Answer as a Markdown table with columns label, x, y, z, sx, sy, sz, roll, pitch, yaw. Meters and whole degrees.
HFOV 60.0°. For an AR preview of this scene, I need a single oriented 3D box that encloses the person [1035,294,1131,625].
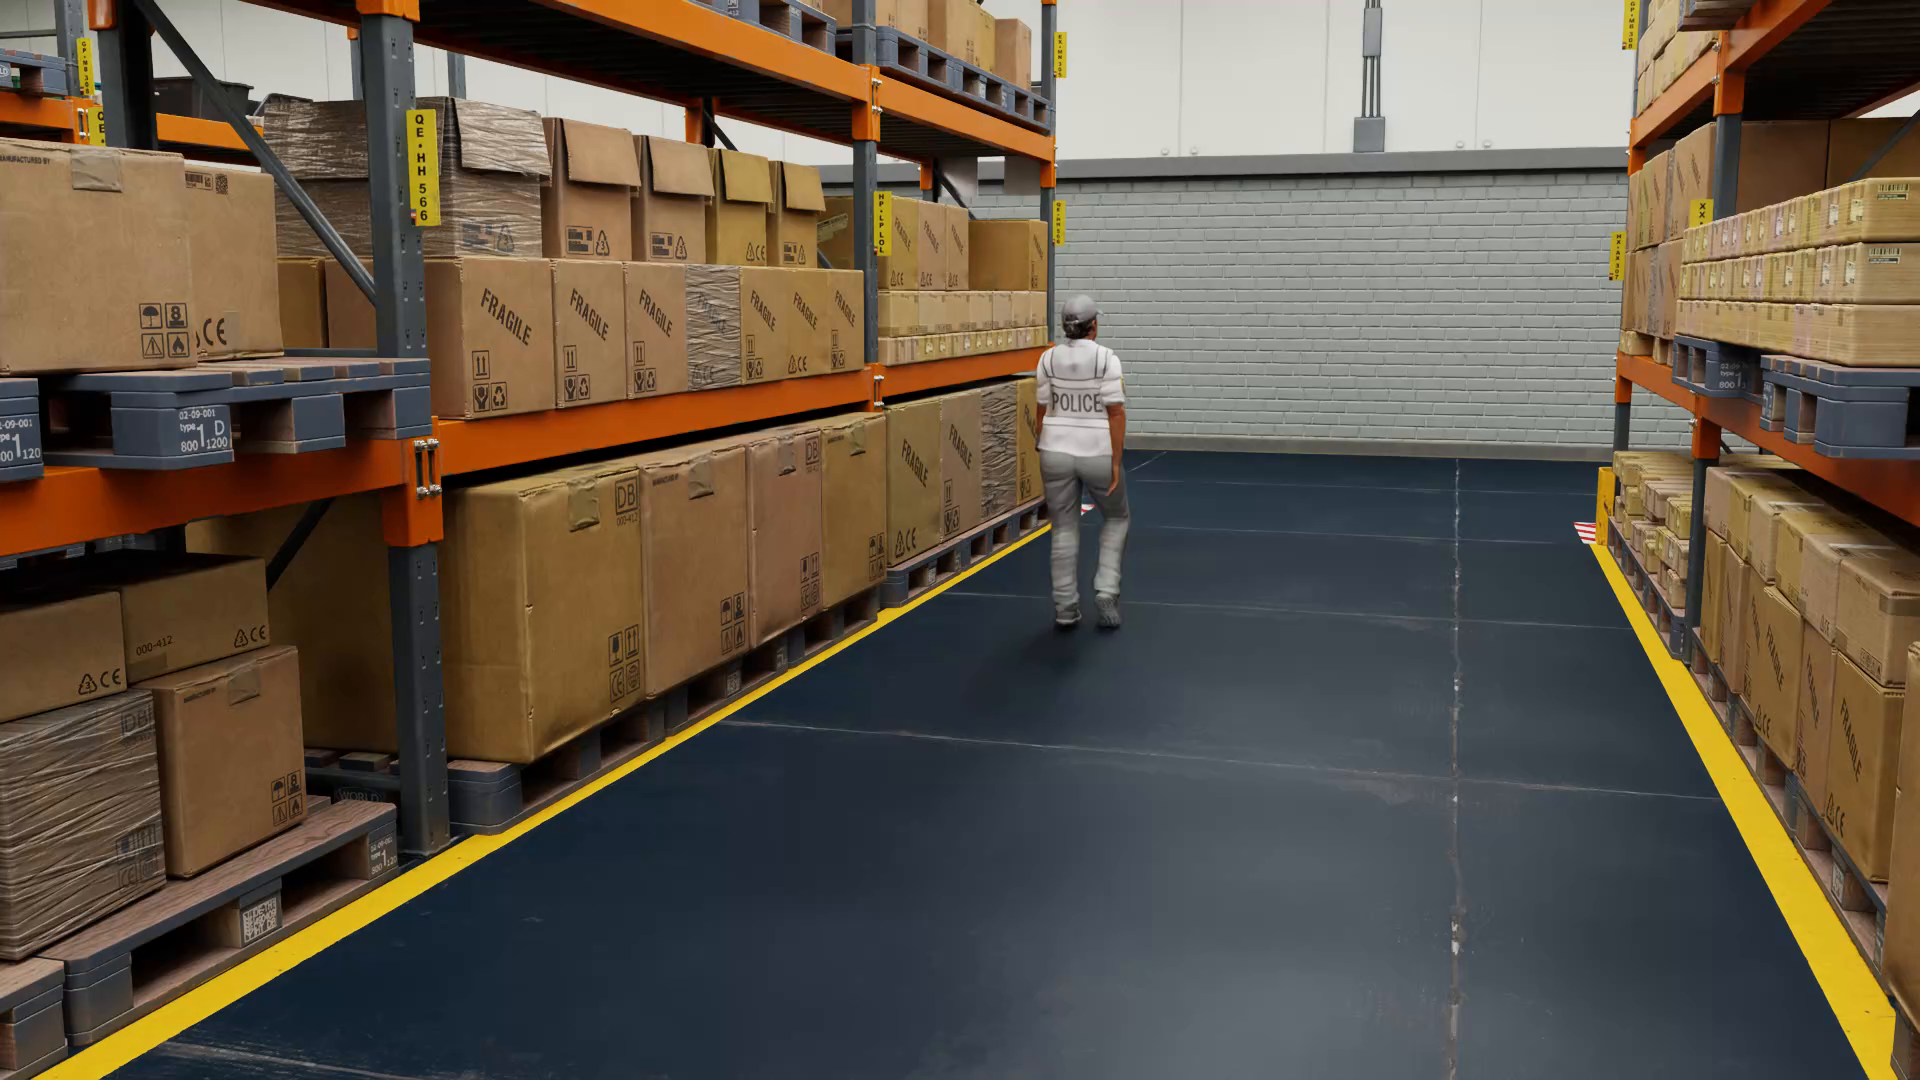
| label | x | y | z | sx | sy | sz | roll | pitch | yaw |
| --- | --- | --- | --- | --- | --- | --- | --- | --- | --- |
| person | 0.623 | -0.378 | 8.419 | 0.479 | 1.712 | 0.475 | 2 | 9 | 15 |
